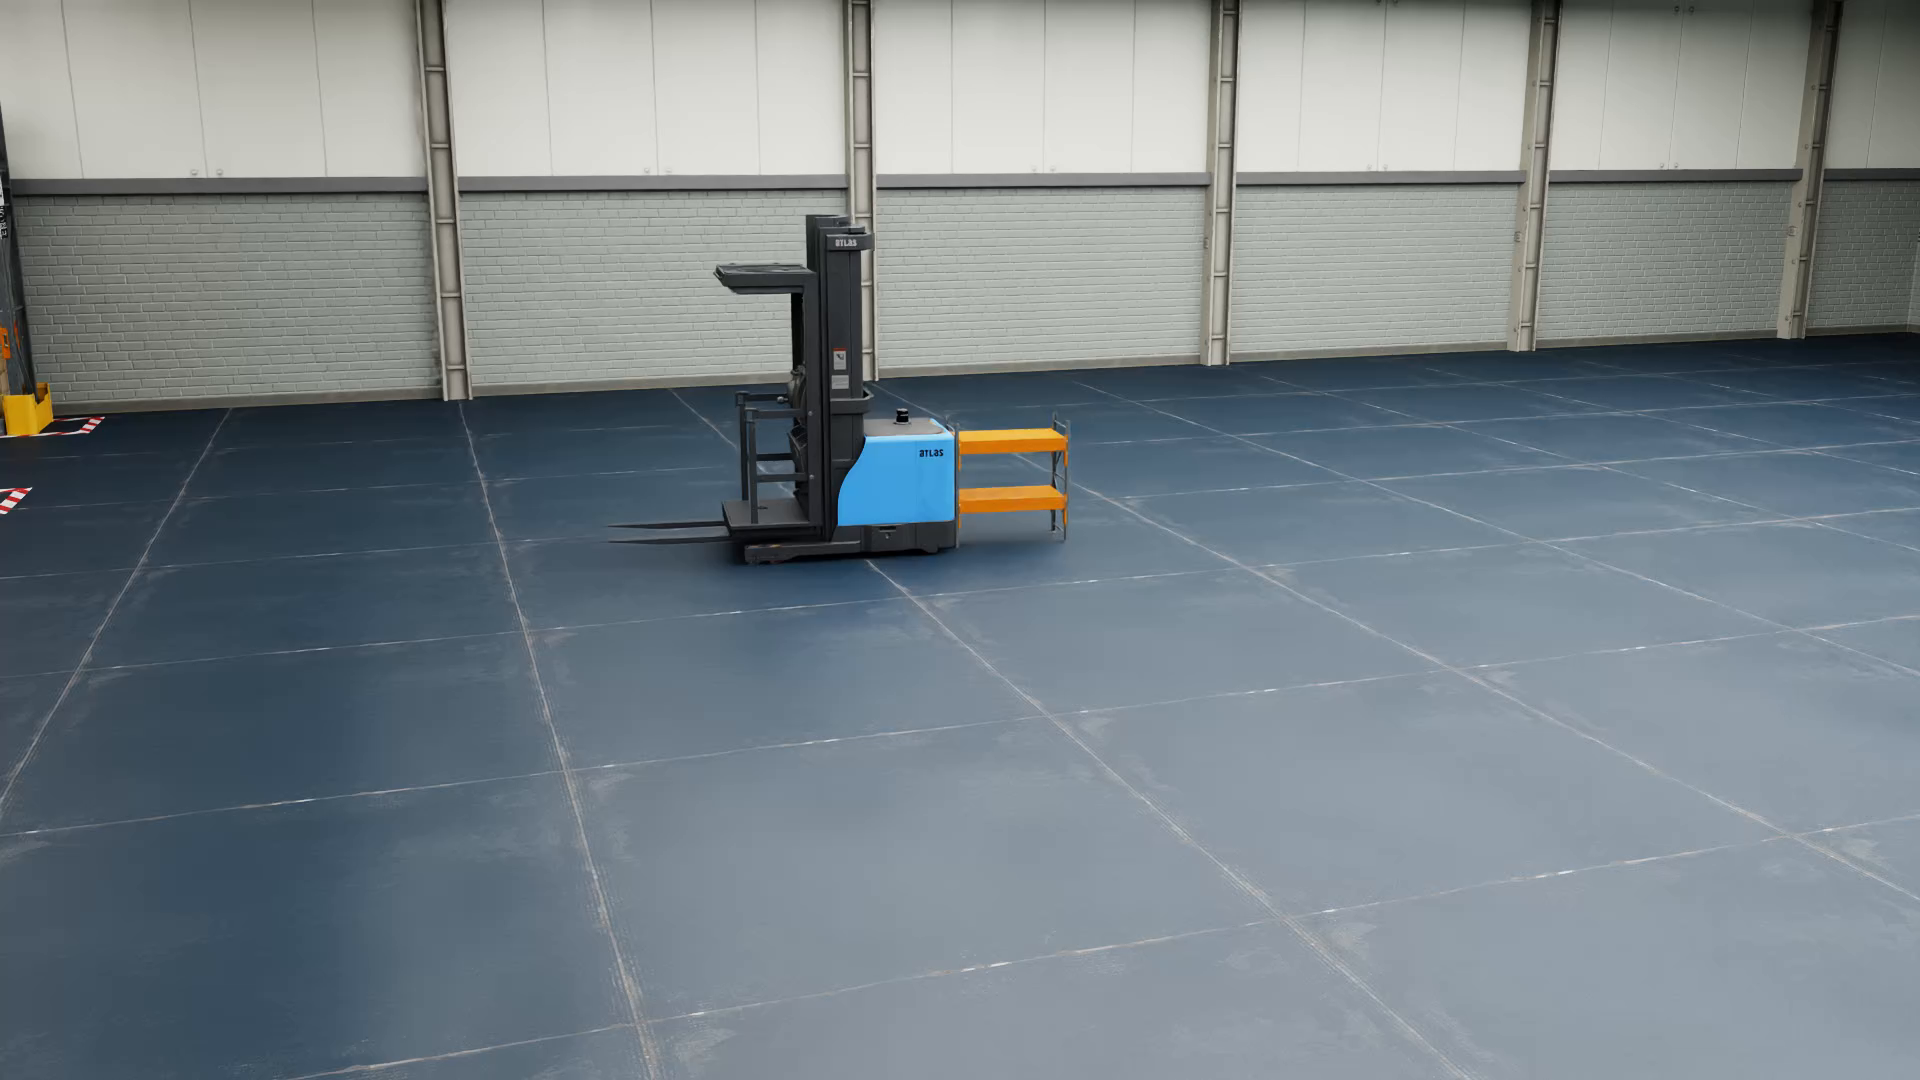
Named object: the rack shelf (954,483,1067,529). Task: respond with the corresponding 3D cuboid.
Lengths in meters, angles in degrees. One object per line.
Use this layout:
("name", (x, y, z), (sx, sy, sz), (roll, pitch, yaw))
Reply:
("rack shelf", (0.423, -0.315, 15.200), (1.000, 0.278, 0.538), (-3, 14, -11))

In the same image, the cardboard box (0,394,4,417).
("cardboard box", (-12.256, -1.654, 20.758), (0.500, 0.250, 0.500), (-4, 14, -18))

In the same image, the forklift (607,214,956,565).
("forklift", (-1.608, -1.343, 14.564), (3.031, 2.935, 1.130), (-3, 14, -11))

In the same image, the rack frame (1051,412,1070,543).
("rack frame", (0.921, -0.577, 15.244), (0.032, 1.125, 0.500), (-3, 14, -11))

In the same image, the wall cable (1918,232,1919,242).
("wall cable", (18.788, -6.588, 30.209), (0.112, 2.526, 3.097), (-4, 14, -18))

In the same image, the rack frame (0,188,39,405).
("rack frame", (-11.912, -2.892, 20.925), (0.127, 3.000, 1.000), (-4, 14, -18))

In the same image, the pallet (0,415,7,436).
("pallet", (-12.623, -1.470, 20.972), (1.213, 0.211, 1.003), (-4, 14, -18))

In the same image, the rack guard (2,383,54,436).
("rack guard", (-11.889, -1.678, 21.222), (0.348, 0.500, 1.175), (-4, 14, -18))

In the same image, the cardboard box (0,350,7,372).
("cardboard box", (-12.428, -2.251, 21.105), (0.500, 0.250, 0.500), (-5, 14, -19))

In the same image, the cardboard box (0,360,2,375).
("cardboard box", (-12.249, -2.142, 20.649), (0.500, 0.250, 0.500), (-4, 14, -16))

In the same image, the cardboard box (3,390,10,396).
("cardboard box", (-12.440, -1.765, 21.223), (0.500, 0.250, 0.500), (-4, 14, -18))

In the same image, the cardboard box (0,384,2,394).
("cardboard box", (-12.273, -1.897, 20.698), (0.500, 0.250, 0.500), (-5, 14, -19))

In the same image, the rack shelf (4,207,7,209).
("rack shelf", (-13.807, -3.854, 20.041), (4.000, 0.370, 1.077), (-4, 14, -18))

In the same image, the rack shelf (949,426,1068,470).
("rack shelf", (0.423, -0.837, 15.075), (1.000, 0.278, 0.538), (-3, 14, -11))

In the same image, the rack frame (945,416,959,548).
("rack frame", (-0.074, -0.529, 15.042), (0.032, 1.125, 0.500), (-3, 14, -11))

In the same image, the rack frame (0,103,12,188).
("rack frame", (-11.912, -5.810, 20.231), (0.127, 3.000, 1.000), (-4, 14, -18))

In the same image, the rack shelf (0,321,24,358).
("rack shelf", (-13.807, -2.394, 20.388), (4.000, 0.370, 1.077), (-4, 14, -18))

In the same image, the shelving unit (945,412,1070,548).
("shelving unit", (0.423, -0.553, 15.143), (1.048, 1.125, 0.538), (-3, 14, -11))

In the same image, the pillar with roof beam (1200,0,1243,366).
("pillar with roof beam", (5.574, -6.341, 22.462), (0.400, 9.000, 9.100), (-4, 14, -18))

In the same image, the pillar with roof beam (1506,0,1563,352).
("pillar with roof beam", (11.260, -6.784, 24.323), (0.400, 9.000, 9.100), (-4, 14, -18))

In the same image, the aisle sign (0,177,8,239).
("aisle sign", (-11.756, -4.097, 20.374), (0.004, 0.787, 0.394), (-4, 14, -18))

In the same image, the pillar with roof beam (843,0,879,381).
("pillar with roof beam", (-0.113, -5.898, 20.600), (0.400, 9.000, 9.100), (-4, 14, -18))

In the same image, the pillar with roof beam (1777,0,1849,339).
("pillar with roof beam", (16.947, -7.227, 26.185), (0.548, 9.000, 9.100), (-4, 14, -18))

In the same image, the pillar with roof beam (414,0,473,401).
("pillar with roof beam", (-5.799, -5.455, 18.738), (0.400, 9.000, 9.100), (-4, 14, -18))

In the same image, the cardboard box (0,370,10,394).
("cardboard box", (-12.424, -2.012, 21.183), (0.500, 0.250, 0.500), (-4, 14, -17))
